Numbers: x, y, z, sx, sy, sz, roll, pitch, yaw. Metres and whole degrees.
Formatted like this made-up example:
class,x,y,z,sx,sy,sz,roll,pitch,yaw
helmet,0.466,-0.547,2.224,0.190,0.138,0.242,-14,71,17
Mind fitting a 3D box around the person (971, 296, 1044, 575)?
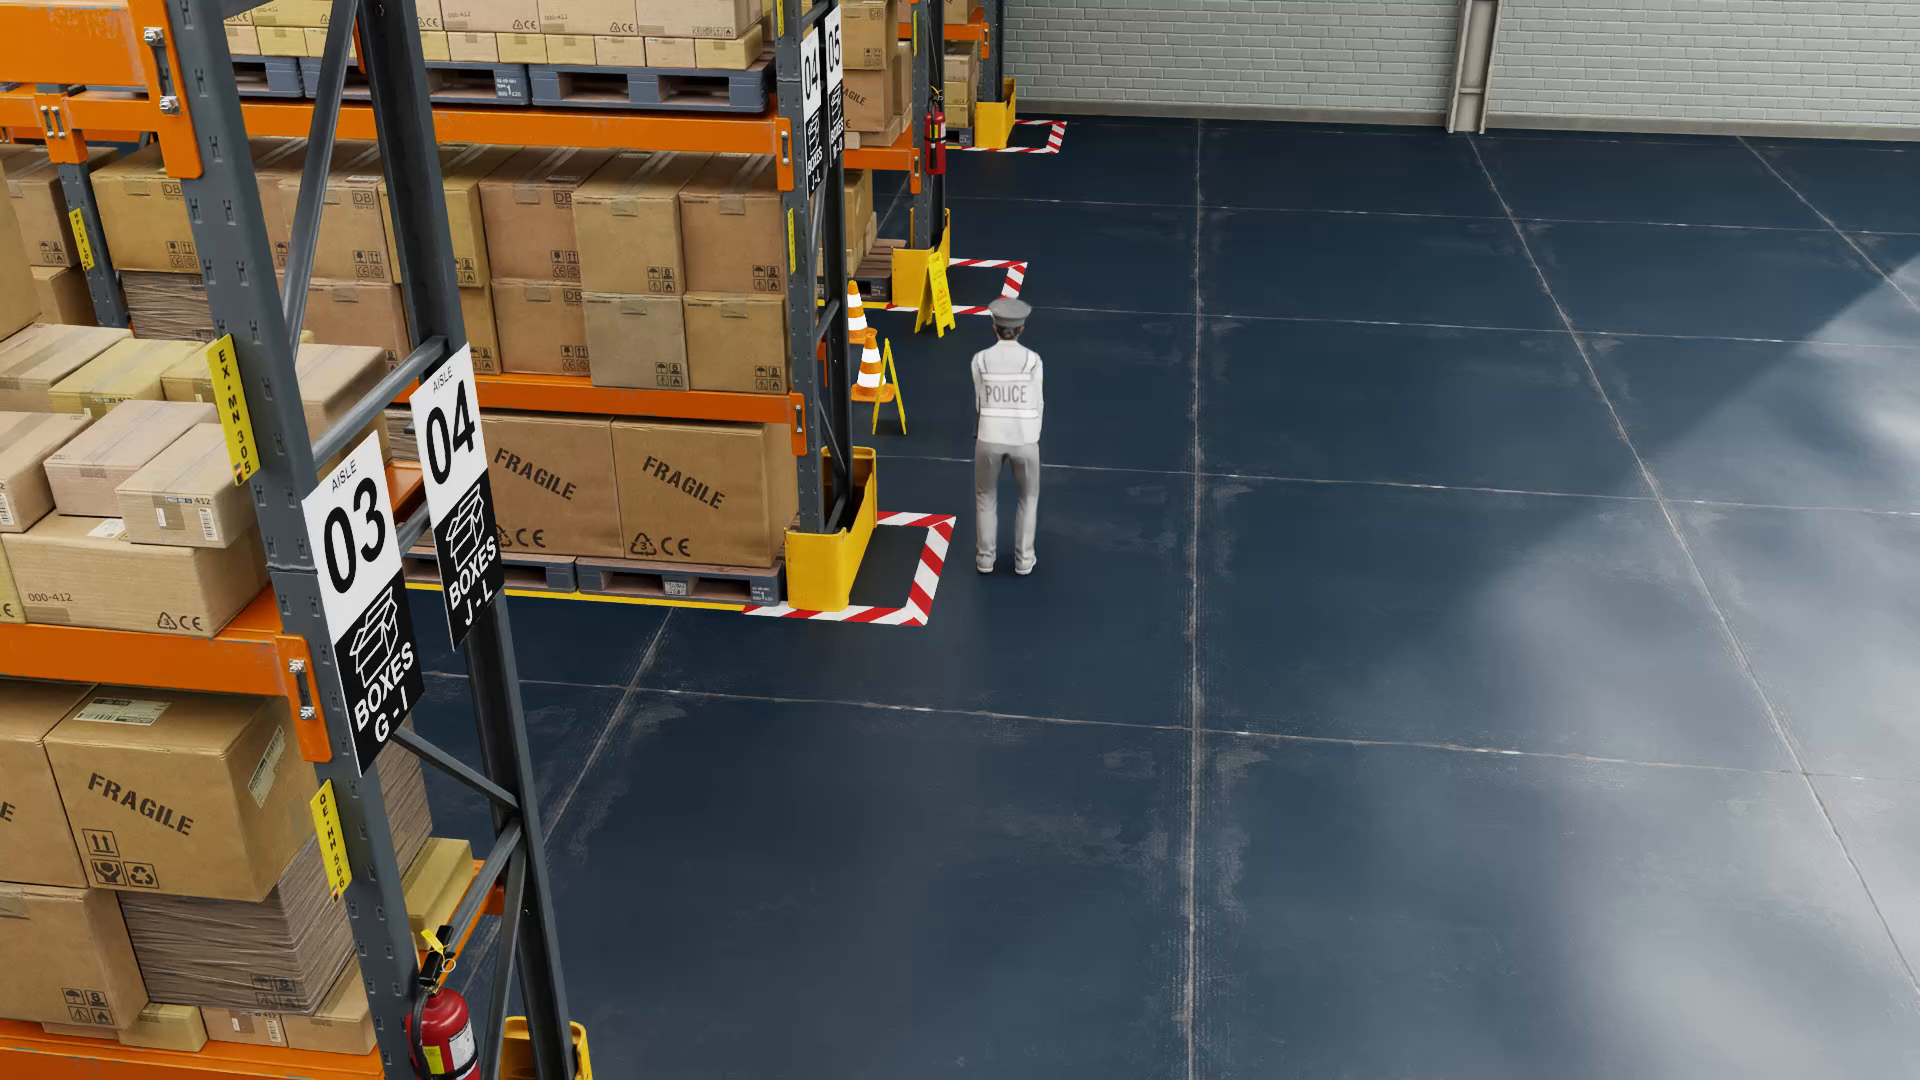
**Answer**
class,x,y,z,sx,sy,sz,roll,pitch,yaw
person,0.274,-0.598,9.765,0.414,1.631,0.561,3,29,5
